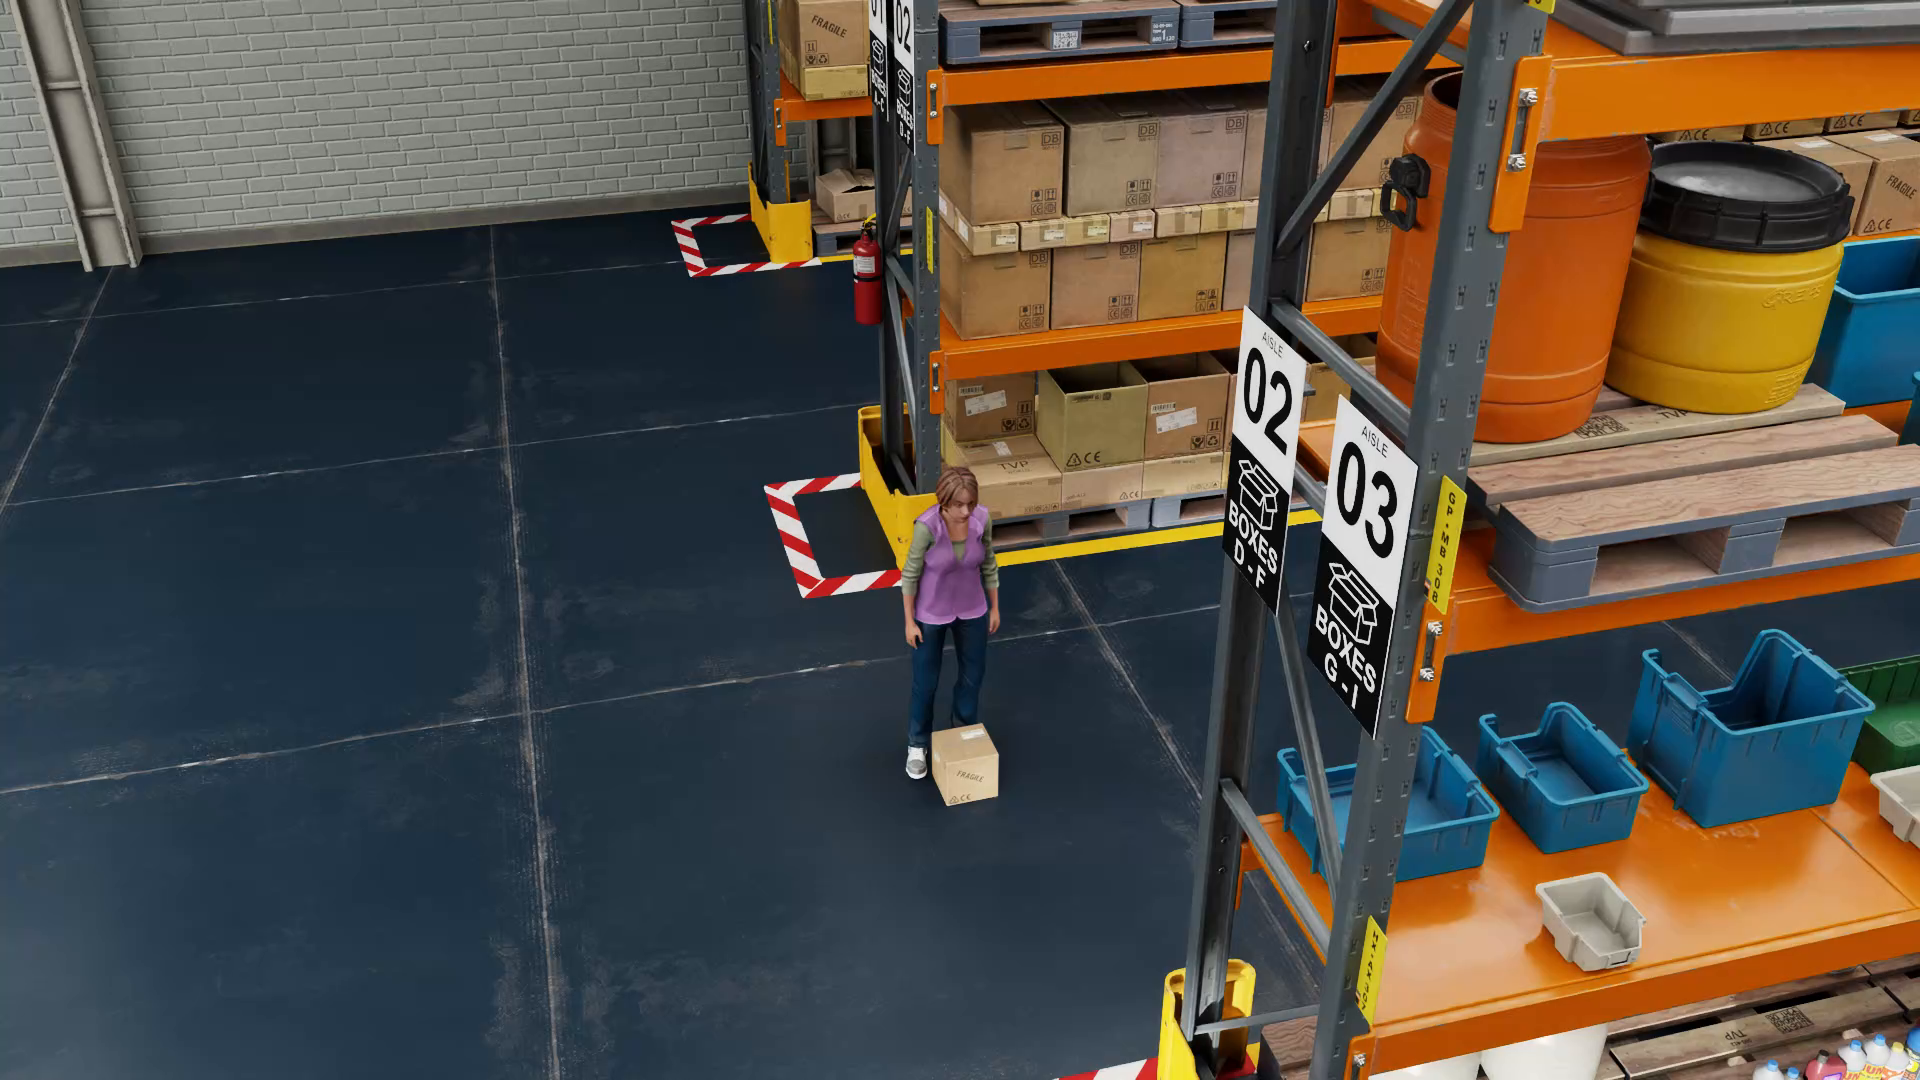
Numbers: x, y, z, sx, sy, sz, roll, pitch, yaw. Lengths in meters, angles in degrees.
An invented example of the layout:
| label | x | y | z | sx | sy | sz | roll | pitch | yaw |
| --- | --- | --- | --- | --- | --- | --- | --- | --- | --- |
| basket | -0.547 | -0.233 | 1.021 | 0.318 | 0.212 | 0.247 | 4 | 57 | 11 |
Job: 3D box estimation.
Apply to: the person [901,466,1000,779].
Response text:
| label | x | y | z | sx | sy | sz | roll | pitch | yaw |
| --- | --- | --- | --- | --- | --- | --- | --- | --- | --- |
| person | -0.047 | 0.353 | 7.643 | 0.485 | 1.594 | 0.343 | -10 | 32 | -16 |
